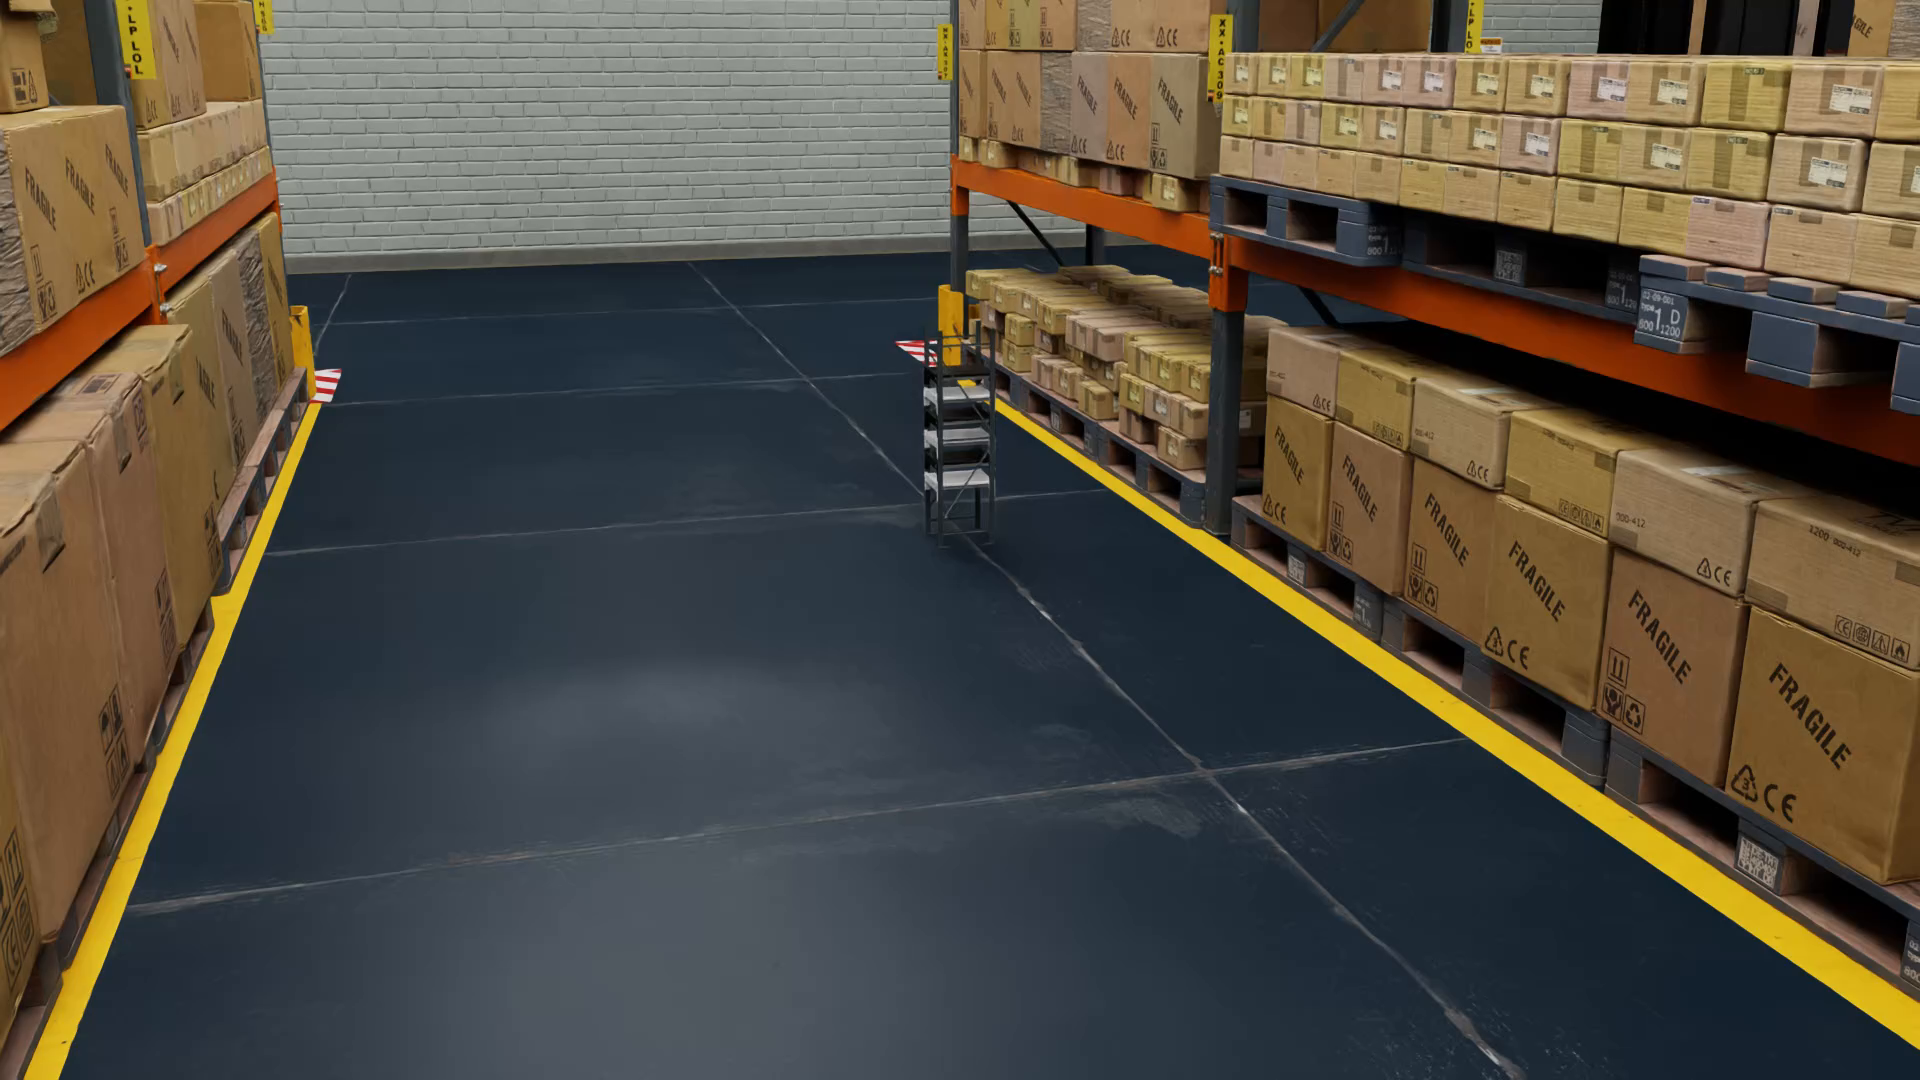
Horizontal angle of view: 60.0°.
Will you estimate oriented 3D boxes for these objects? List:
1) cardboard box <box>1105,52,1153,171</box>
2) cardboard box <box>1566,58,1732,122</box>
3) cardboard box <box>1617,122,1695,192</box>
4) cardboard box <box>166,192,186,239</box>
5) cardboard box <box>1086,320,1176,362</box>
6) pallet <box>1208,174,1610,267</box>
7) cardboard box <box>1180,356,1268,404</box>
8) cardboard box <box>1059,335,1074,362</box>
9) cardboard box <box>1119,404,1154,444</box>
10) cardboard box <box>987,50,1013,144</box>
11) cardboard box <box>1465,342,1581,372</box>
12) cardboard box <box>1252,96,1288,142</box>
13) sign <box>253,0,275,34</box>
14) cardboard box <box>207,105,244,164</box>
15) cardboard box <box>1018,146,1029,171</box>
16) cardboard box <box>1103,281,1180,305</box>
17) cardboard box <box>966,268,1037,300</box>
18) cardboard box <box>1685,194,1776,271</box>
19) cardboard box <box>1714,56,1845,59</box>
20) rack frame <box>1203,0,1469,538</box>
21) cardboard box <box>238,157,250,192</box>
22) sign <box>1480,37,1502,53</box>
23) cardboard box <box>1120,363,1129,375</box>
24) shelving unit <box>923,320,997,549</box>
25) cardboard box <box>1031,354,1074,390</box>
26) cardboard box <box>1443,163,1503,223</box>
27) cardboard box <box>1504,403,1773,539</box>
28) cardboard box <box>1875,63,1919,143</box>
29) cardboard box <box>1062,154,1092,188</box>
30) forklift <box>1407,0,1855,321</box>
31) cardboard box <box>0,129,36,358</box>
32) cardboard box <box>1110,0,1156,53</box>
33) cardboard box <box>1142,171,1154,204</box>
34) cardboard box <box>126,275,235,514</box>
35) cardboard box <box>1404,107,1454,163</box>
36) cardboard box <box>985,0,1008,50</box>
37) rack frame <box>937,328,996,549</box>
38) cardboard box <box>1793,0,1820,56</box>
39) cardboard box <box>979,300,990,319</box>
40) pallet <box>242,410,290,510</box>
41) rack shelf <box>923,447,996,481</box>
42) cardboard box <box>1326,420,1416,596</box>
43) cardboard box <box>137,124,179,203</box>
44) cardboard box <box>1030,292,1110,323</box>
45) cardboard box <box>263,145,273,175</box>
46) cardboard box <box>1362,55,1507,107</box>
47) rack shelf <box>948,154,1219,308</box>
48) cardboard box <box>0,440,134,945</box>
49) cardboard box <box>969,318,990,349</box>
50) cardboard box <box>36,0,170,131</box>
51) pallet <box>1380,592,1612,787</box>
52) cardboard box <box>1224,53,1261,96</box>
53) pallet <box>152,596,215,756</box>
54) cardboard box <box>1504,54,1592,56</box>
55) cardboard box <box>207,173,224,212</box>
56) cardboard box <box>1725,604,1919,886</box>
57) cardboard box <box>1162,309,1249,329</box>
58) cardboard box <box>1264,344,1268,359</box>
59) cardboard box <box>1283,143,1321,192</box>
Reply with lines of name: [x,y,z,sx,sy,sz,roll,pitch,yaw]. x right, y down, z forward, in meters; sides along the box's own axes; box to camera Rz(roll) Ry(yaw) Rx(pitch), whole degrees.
cardboard box: [0.988,-1.947,7.529,0.500,0.500,0.500,-5,17,-17]
cardboard box: [1.781,-1.143,4.216,0.380,0.149,0.250,-5,17,-15]
cardboard box: [1.841,-0.935,4.039,0.380,0.149,0.250,-5,17,-15]
cardboard box: [-3.097,-1.198,6.163,0.380,0.149,0.250,-5,18,-17]
cardboard box: [0.842,-0.982,8.197,0.380,0.149,0.250,-6,18,-18]
pallet: [1.604,-1.187,6.023,1.003,0.211,1.213,-5,17,-15]
cardboard box: [1.186,-0.700,7.260,0.380,0.149,0.250,-4,17,-14]
cardboard box: [0.750,-1.063,8.985,0.380,0.149,0.250,-4,17,-12]
cardboard box: [0.973,-0.565,7.846,0.380,0.149,0.250,-5,18,-17]
cardboard box: [0.464,-2.506,9.391,0.500,0.500,0.500,-5,17,-15]
cardboard box: [2.110,-0.535,5.832,0.500,0.250,0.500,-4,17,-13]
cardboard box: [1.273,-1.508,5.948,0.380,0.149,0.250,-5,17,-16]
sign: [-3.837,-2.951,9.137,0.100,0.325,0.005,-5,17,-15]
cardboard box: [-3.695,-1.920,7.875,0.500,0.250,0.500,-5,18,-17]
cardboard box: [0.544,-2.166,9.384,0.380,0.149,0.250,-4,17,-13]
cardboard box: [1.041,-1.390,9.557,0.380,0.149,0.250,-5,18,-17]
cardboard box: [0.252,-1.557,10.113,0.380,0.149,0.250,-6,18,-18]
cardboard box: [1.918,-0.716,3.829,0.380,0.149,0.250,-4,17,-14]
cardboard box: [2.330,-1.268,4.630,0.380,0.149,0.250,-4,17,-14]
rack frame: [1.534,-1.502,6.737,1.000,3.000,0.127,-5,17,-15]
cardboard box: [-3.666,-1.769,8.063,0.380,0.149,0.250,-5,17,-16]
sign: [5.544,-5.159,17.479,0.339,0.242,0.001,-5,17,-15]
cardboard box: [0.990,-0.766,7.995,0.380,0.149,0.250,-5,17,-15]
shelving unit: [-0.002,-0.433,6.830,0.258,0.900,0.210,-5,17,-15]
cardboard box: [0.608,-0.921,9.031,0.380,0.149,0.250,-6,18,-18]
cardboard box: [1.630,-1.006,4.795,0.380,0.149,0.250,-6,18,-18]
cardboard box: [1.919,-0.207,4.740,0.500,0.250,0.500,-4,17,-14]
cardboard box: [2.057,-0.860,3.275,0.380,0.149,0.250,-5,18,-17]
cardboard box: [0.731,-1.869,8.395,0.380,0.149,0.250,-4,17,-14]
forklift: [3.595,-1.623,7.261,3.031,2.935,1.130,-3,17,-11]
cardboard box: [-2.459,-0.657,3.752,0.500,0.500,0.500,-5,17,-15]
cardboard box: [0.997,-2.422,7.372,0.500,0.500,0.500,-5,18,-17]
cardboard box: [1.039,-1.583,7.445,0.380,0.149,0.250,-4,17,-13]
cardboard box: [-3.368,-0.510,6.399,0.875,0.875,0.875,-5,17,-15]
cardboard box: [1.565,-1.217,4.979,0.380,0.149,0.250,-5,17,-16]
cardboard box: [0.447,-2.993,9.273,0.500,0.500,0.500,-4,17,-14]
rack frame: [0.026,-0.405,6.736,0.240,0.900,0.006,-5,17,-15]
cardboard box: [5.322,-3.115,10.195,0.500,0.500,0.500,-5,17,-16]
cardboard box: [0.332,-1.421,10.177,0.380,0.149,0.250,-4,17,-13]
pallet: [-3.736,-0.357,7.772,1.003,0.211,1.213,-5,17,-15]
rack shelf: [-0.002,-0.315,6.866,0.258,0.077,0.200,-5,17,-15]
cardboard box: [1.629,-0.134,5.799,0.500,0.500,0.500,-4,17,-13]
cardboard box: [-3.140,-1.359,6.005,0.500,0.250,0.500,-5,17,-16]
cardboard box: [0.604,-1.271,9.160,0.380,0.149,0.250,-4,17,-13]
cardboard box: [-3.948,-2.051,9.003,0.380,0.149,0.250,-4,17,-14]
cardboard box: [1.487,-1.434,5.186,0.380,0.149,0.250,-5,17,-16]
rack shelf: [0.984,-1.710,8.682,1.077,0.370,4.000,-5,17,-15]
cardboard box: [-2.571,0.346,3.550,1.225,0.875,0.875,-5,17,-15]
cardboard box: [0.271,-1.274,10.204,0.380,0.149,0.250,-4,17,-14]
cardboard box: [-3.149,-1.720,5.904,0.500,0.500,0.500,-5,17,-15]
pallet: [2.088,0.387,5.296,1.003,0.211,1.213,-5,17,-15]
cardboard box: [1.200,-1.722,6.143,0.380,0.149,0.250,-4,17,-12]
pallet: [-2.979,0.406,5.235,1.003,0.211,1.213,-5,17,-15]
cardboard box: [2.048,-1.553,5.582,0.380,0.149,0.250,-5,17,-15]
cardboard box: [-3.381,-1.484,7.114,0.380,0.149,0.250,-4,17,-15]
cardboard box: [2.201,0.439,3.890,0.500,0.500,0.500,-5,17,-16]
cardboard box: [1.263,-1.097,8.581,0.380,0.149,0.250,-5,18,-18]
cardboard box: [1.620,-0.815,7.642,0.380,0.149,0.250,-4,17,-13]
cardboard box: [1.346,-1.291,5.744,0.380,0.149,0.250,-5,17,-15]
